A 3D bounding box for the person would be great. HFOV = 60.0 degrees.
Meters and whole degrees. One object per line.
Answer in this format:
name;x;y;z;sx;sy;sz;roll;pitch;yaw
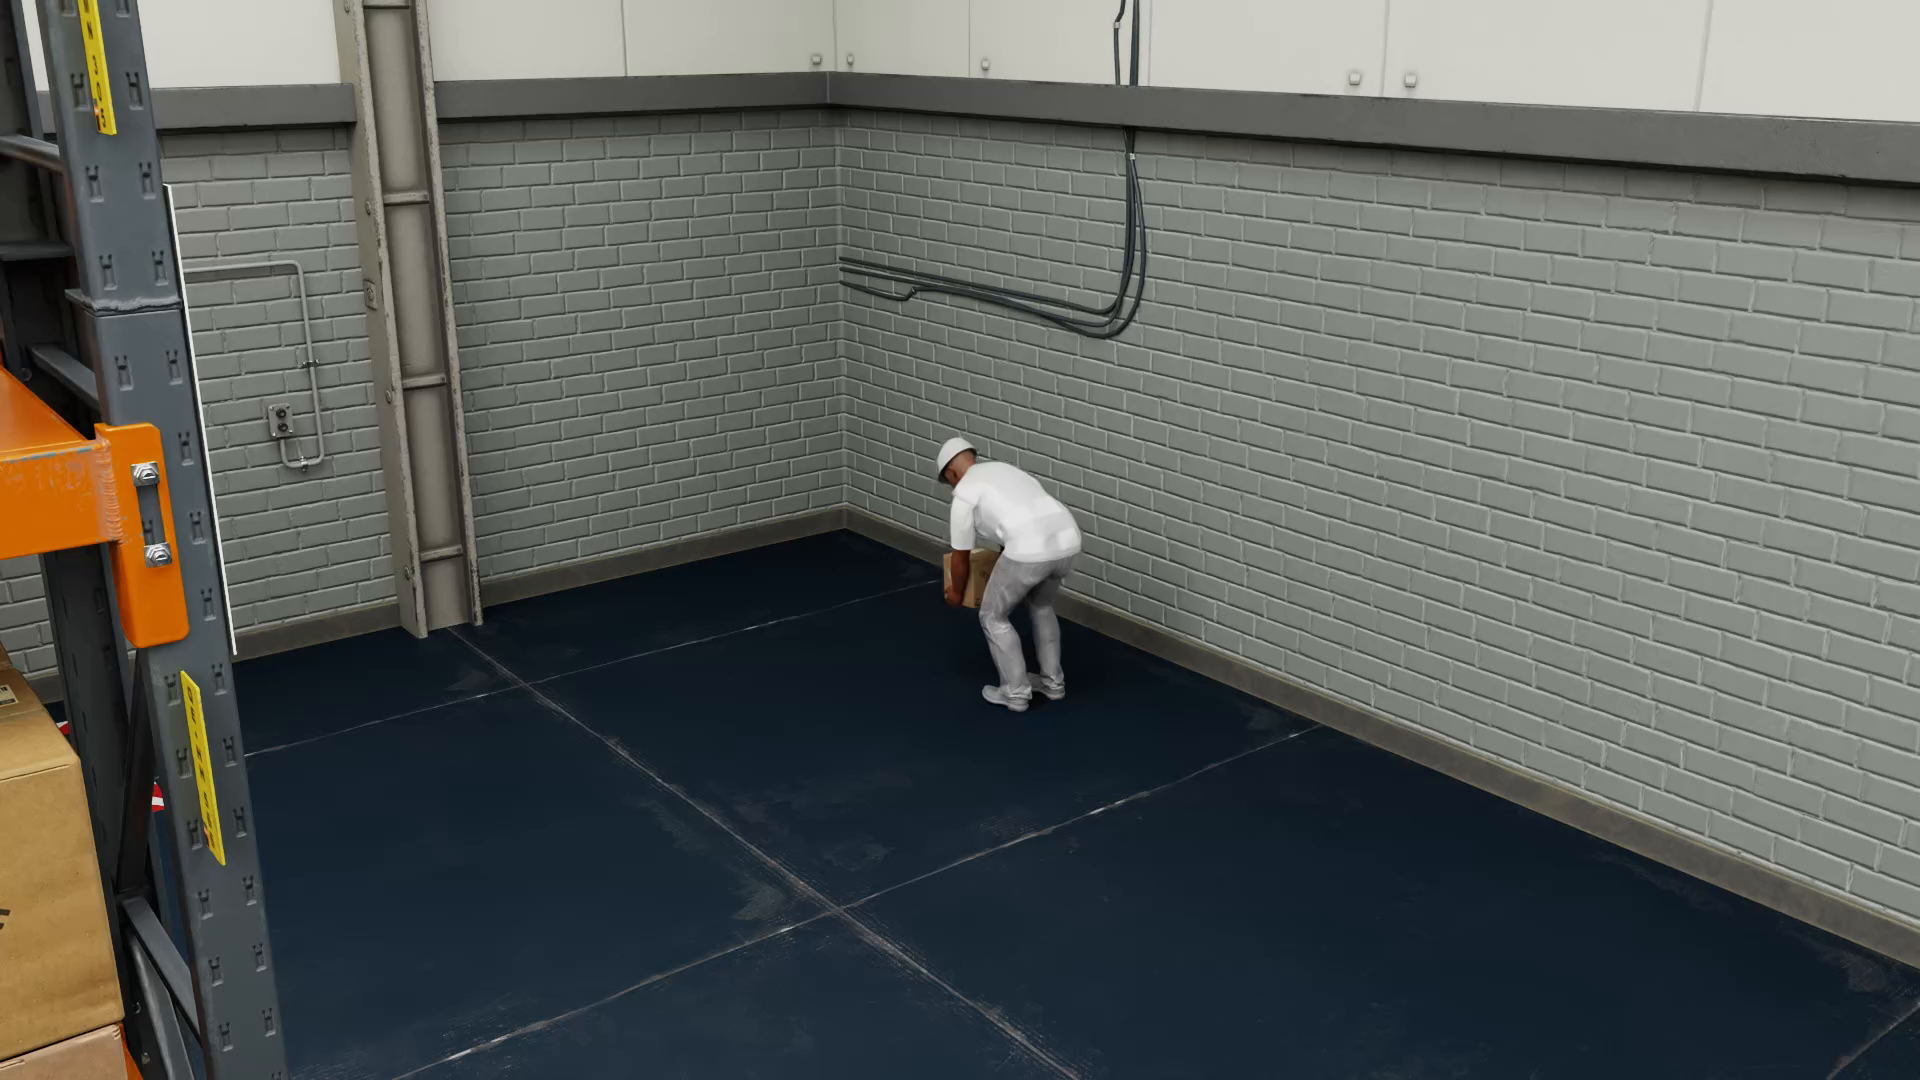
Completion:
person;0.209;0.165;8.739;0.493;1.310;0.924;-14;23;-38
